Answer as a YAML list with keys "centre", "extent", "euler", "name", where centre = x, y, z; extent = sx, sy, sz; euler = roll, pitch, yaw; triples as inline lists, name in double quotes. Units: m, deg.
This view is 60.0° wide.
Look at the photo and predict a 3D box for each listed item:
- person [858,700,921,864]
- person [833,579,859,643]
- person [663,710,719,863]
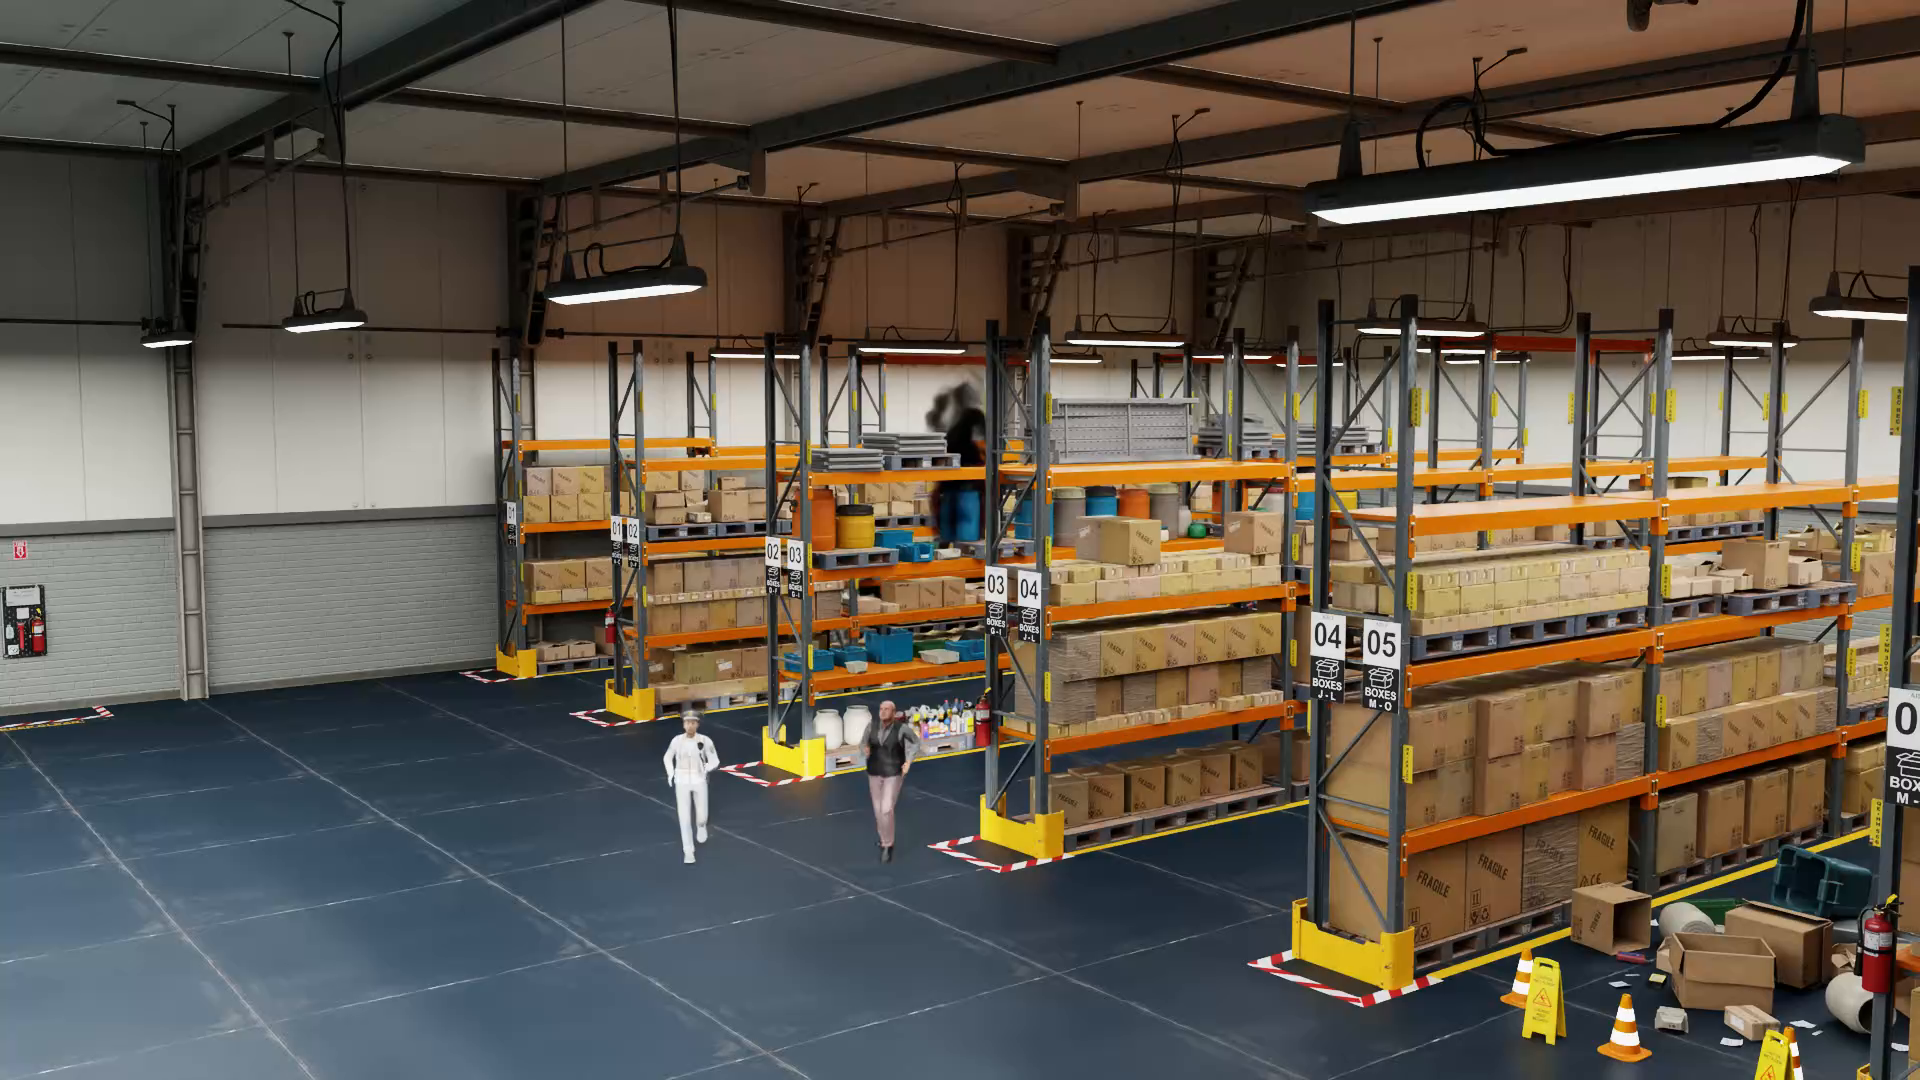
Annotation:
- centre: [-0.825, 2.678, 18.591]
  extent: [0.664, 1.786, 0.701]
  euler: [2, 5, 22]
  name: "person"
- centre: [-2.227, 1.516, 31.742]
  extent: [0.656, 1.722, 0.603]
  euler: [5, 7, 42]
  name: "person"
- centre: [-3.001, 2.709, 18.552]
  extent: [0.624, 1.654, 0.757]
  euler: [0, 5, -5]
  name: "person"
